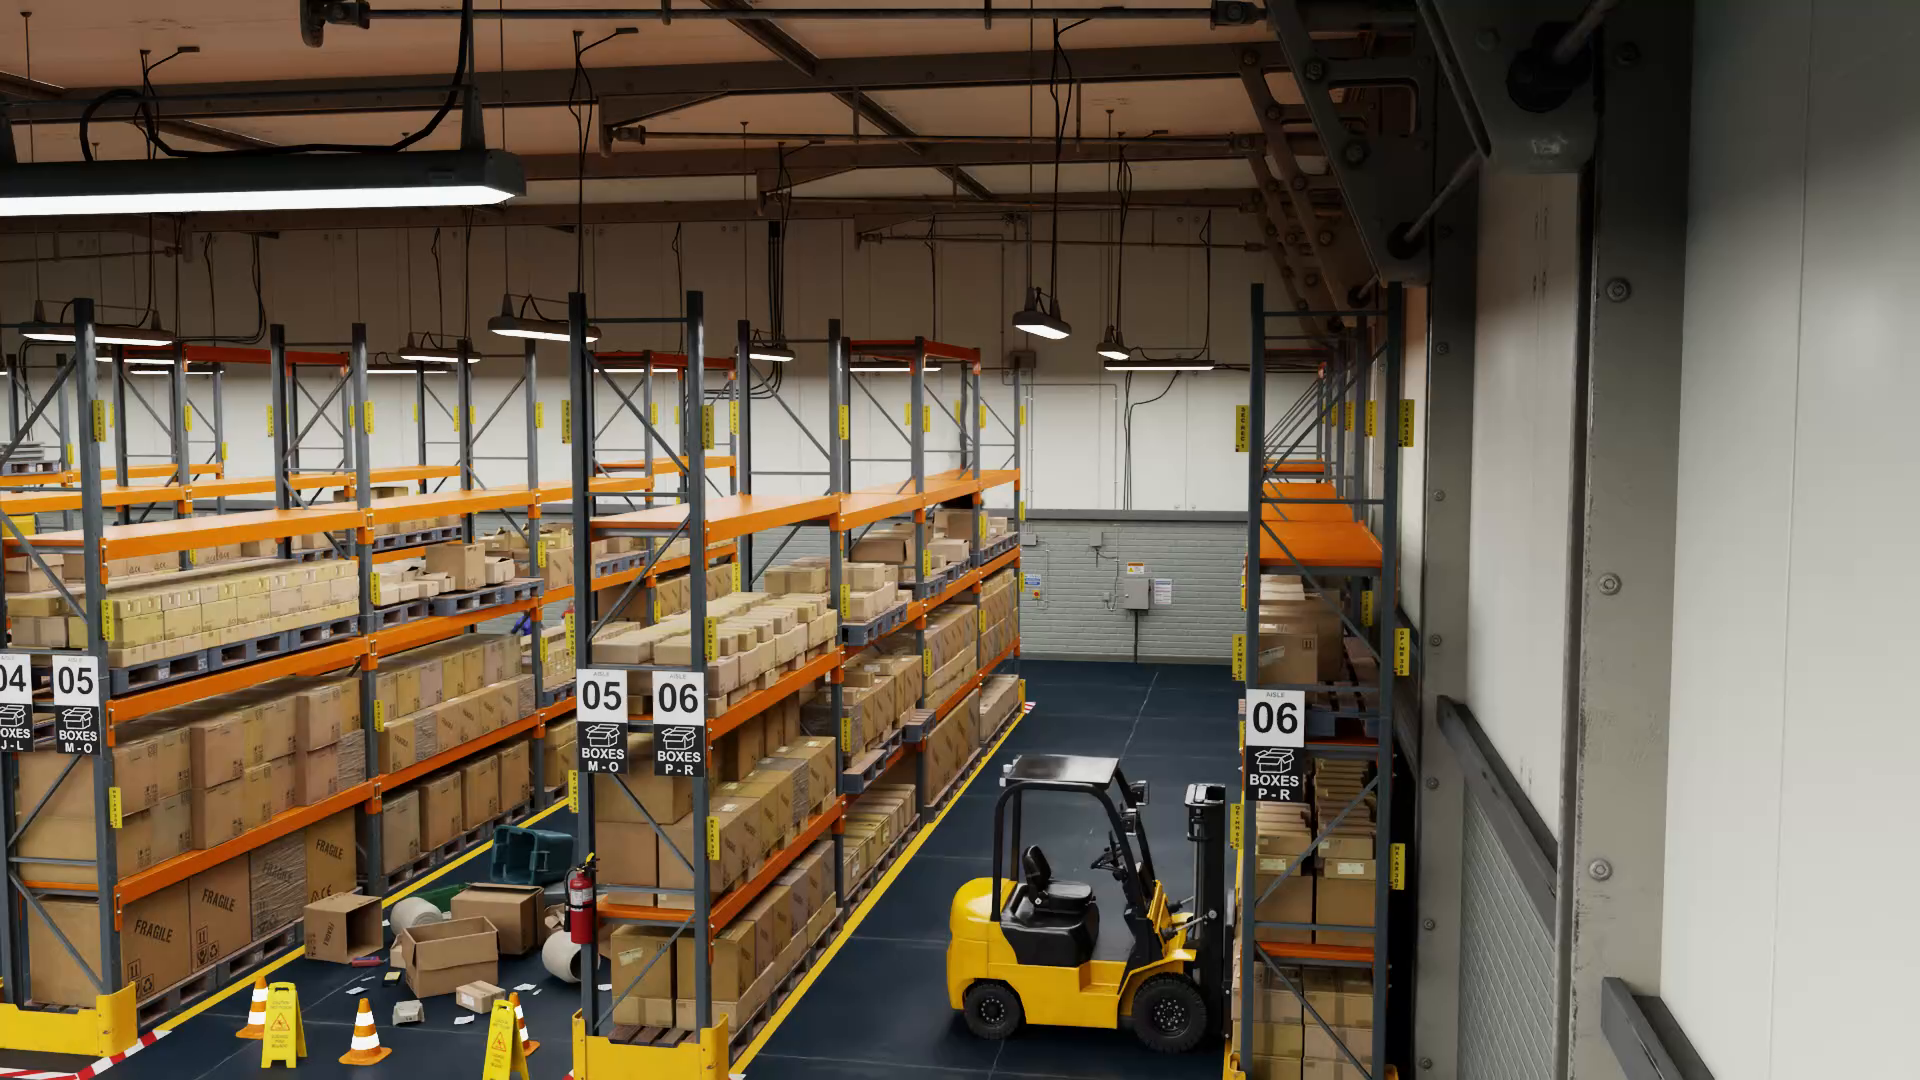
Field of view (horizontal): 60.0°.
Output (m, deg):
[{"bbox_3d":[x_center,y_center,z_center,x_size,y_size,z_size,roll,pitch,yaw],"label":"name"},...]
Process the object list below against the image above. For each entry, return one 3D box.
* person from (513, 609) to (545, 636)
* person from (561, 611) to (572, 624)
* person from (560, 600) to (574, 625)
[{"bbox_3d":[-7.815,1.932,30.410,0.650,1.563,0.502,-5,6,-45],"label":"person"},{"bbox_3d":[-6.444,2.059,27.499,0.626,1.811,0.991,1,5,7],"label":"person"},{"bbox_3d":[-7.036,1.911,30.385,0.492,1.634,0.754,0,5,5],"label":"person"}]
